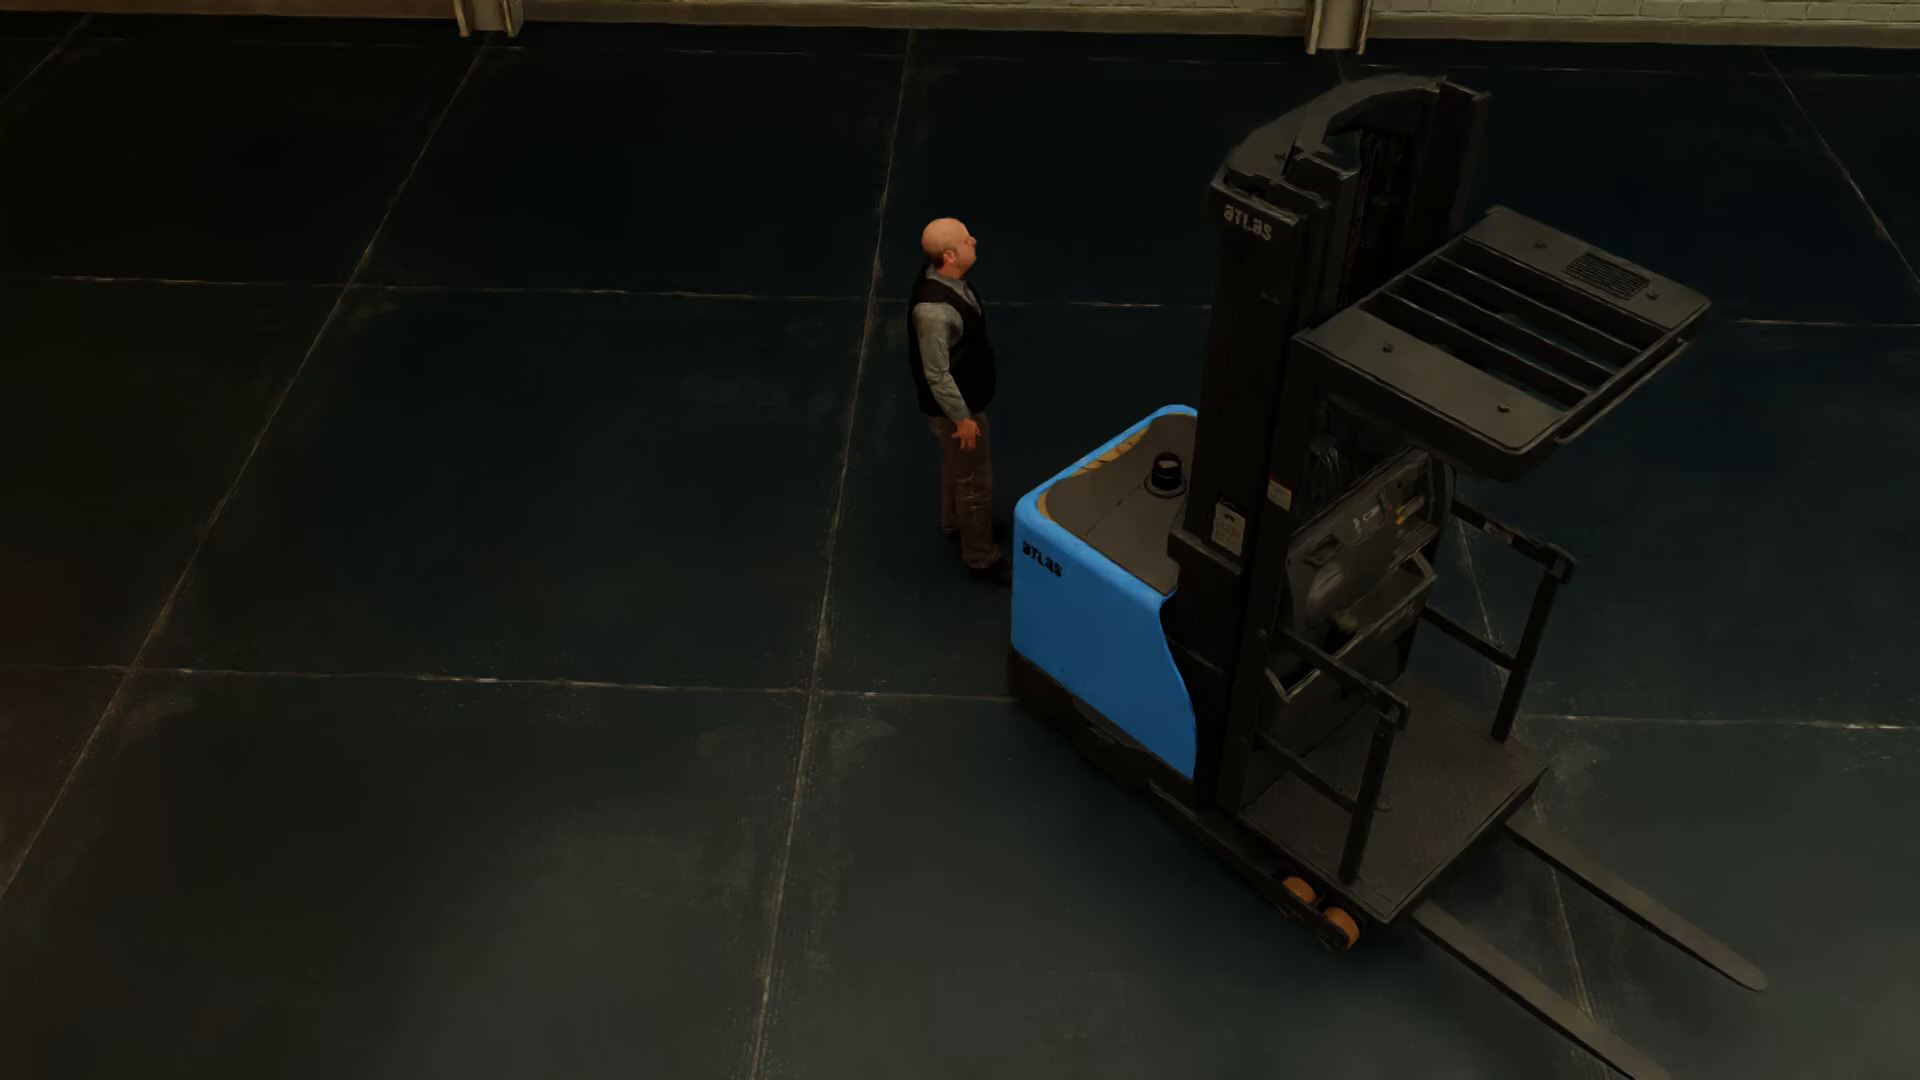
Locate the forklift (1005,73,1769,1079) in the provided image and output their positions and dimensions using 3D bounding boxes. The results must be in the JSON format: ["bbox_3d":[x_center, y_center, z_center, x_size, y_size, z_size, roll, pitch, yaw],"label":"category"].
[{"bbox_3d":[1.575,0.059,5.677,1.130,2.935,3.031,-33,52,-31],"label":"forklift"}]

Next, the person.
[{"bbox_3d":[0.062,-0.634,7.323,0.567,1.720,0.632,2,42,2],"label":"person"}]
